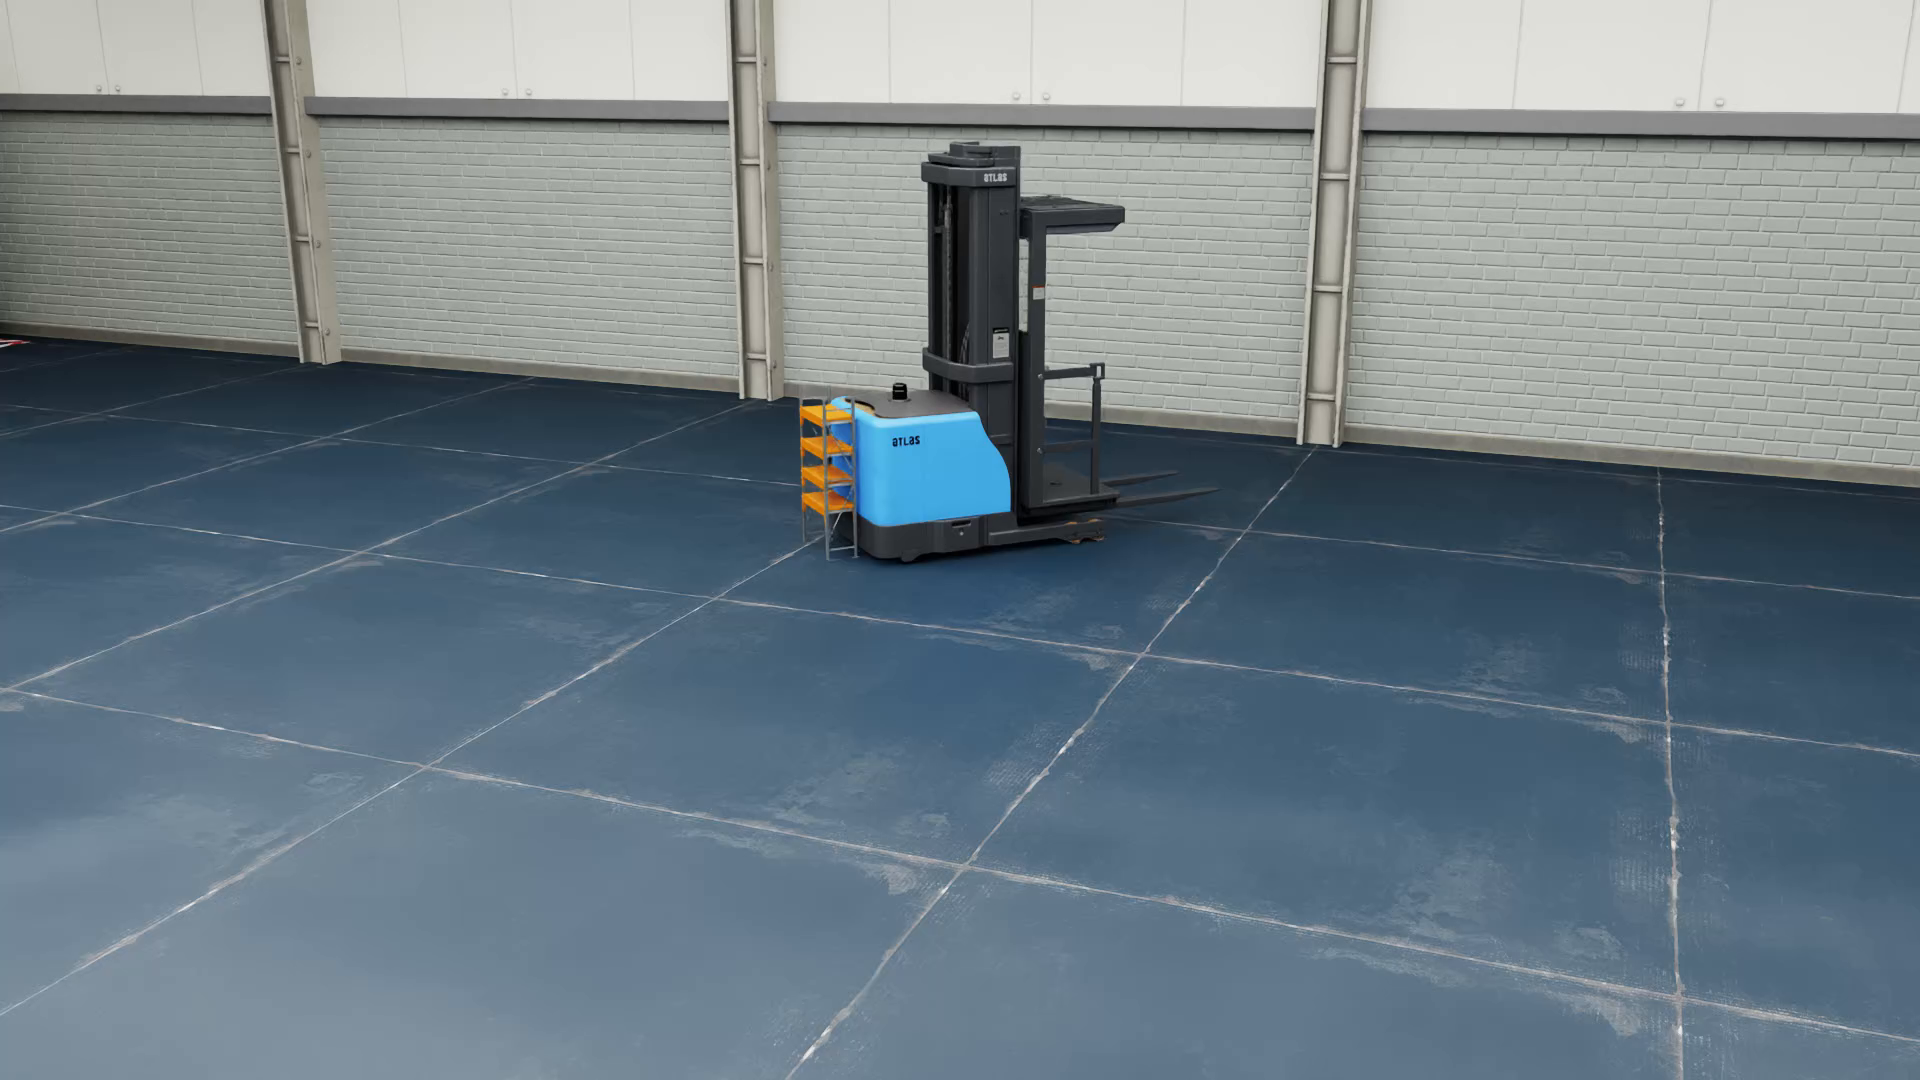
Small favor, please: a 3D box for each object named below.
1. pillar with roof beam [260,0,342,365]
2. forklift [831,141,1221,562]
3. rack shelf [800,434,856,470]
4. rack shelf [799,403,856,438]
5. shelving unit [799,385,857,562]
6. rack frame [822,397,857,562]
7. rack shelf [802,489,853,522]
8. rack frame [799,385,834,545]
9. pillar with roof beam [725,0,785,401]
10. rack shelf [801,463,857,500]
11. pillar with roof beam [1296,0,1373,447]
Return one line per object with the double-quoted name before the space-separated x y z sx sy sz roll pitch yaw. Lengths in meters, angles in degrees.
"pillar with roof beam" -9.302 -5.366 15.016 0.400 9.000 9.100 6 17 21
"forklift" 0.569 -1.505 12.599 3.031 2.935 1.130 -7 18 -24
"rack shelf" -0.969 -0.646 12.186 0.258 0.148 0.480 -7 18 -24
"rack shelf" -0.969 -0.873 12.120 0.258 0.148 0.480 -7 18 -24
"shelving unit" -0.969 -0.496 12.230 0.258 1.200 0.503 -7 18 -24
"rack frame" -0.866 -0.434 12.017 0.240 1.200 0.015 -7 18 -24
"rack shelf" -0.969 -0.241 12.304 0.258 0.148 0.480 -7 18 -24
"rack frame" -1.071 -0.558 12.442 0.240 1.200 0.015 -7 18 -24
"pillar with roof beam" -3.720 -4.752 12.902 0.400 9.000 9.100 6 17 21
"rack shelf" -0.969 -0.431 12.248 0.258 0.148 0.480 -7 18 -24
"pillar with roof beam" 1.861 -4.138 10.788 0.400 9.000 9.100 6 17 21
